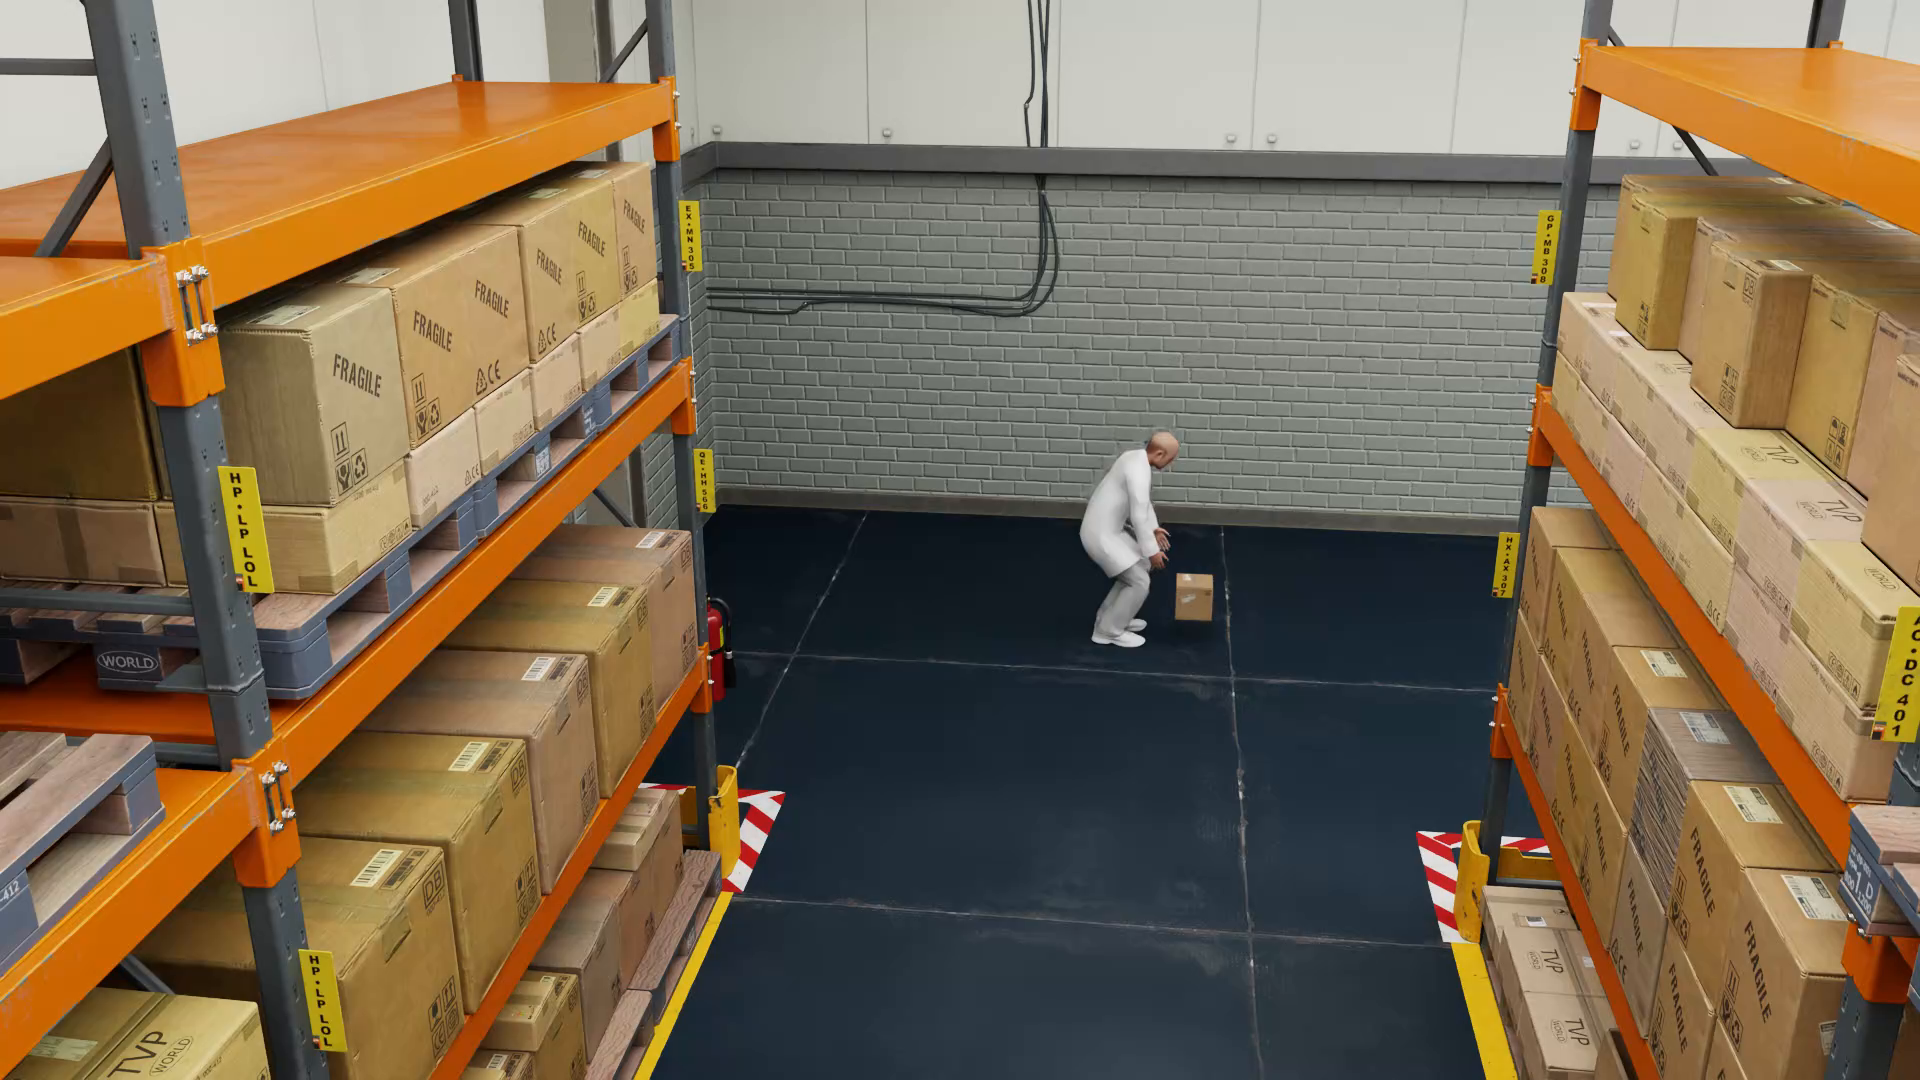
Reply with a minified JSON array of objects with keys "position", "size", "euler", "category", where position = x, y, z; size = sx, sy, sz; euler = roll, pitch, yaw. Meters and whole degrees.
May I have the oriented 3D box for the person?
[{"position":[1.163,-0.034,11.574],"size":[0.658,1.511,0.628],"euler":[3,21,7],"category":"person"}]
